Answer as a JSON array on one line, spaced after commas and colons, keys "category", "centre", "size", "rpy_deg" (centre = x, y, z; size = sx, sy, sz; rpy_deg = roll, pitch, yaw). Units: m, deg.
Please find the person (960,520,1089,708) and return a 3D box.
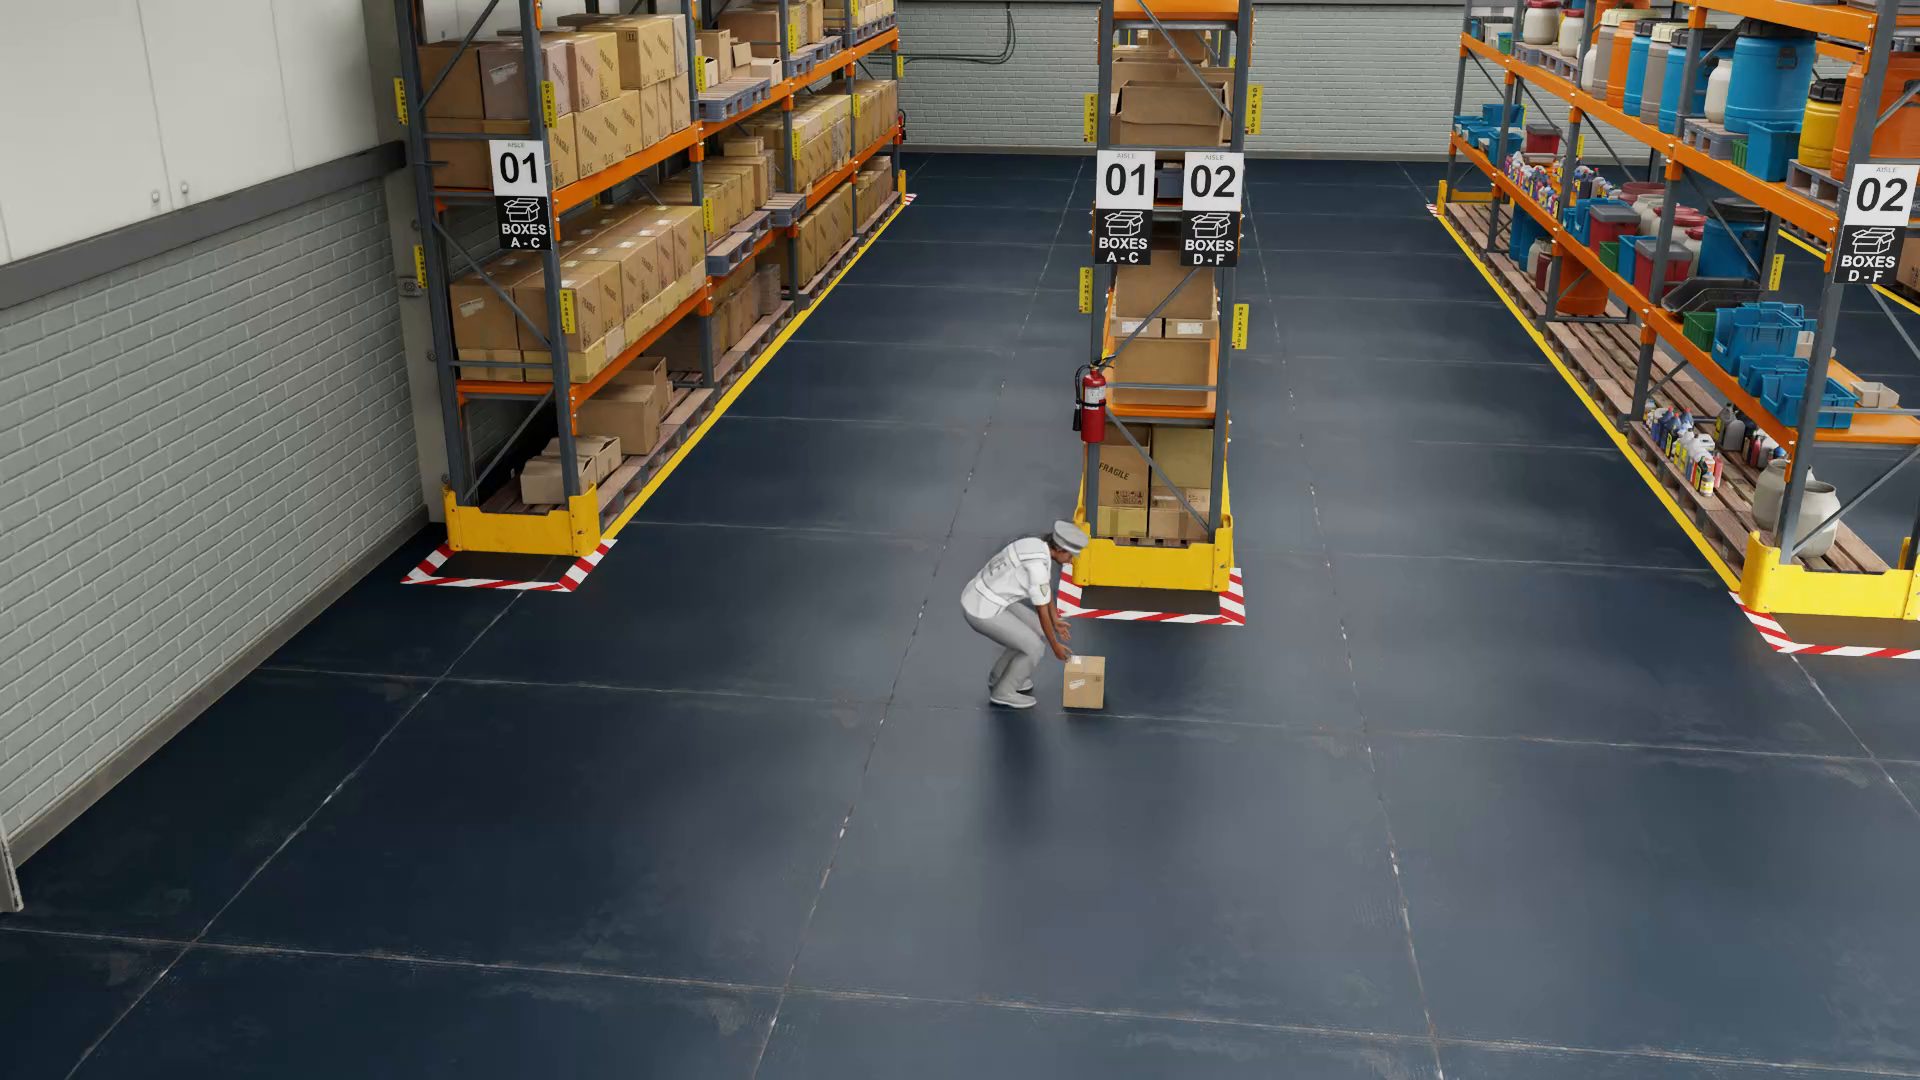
[{"category": "person", "centre": [0.409, 0.448, 10.596], "size": [0.803, 1.189, 0.496], "rpy_deg": [2, 21, 6]}]
